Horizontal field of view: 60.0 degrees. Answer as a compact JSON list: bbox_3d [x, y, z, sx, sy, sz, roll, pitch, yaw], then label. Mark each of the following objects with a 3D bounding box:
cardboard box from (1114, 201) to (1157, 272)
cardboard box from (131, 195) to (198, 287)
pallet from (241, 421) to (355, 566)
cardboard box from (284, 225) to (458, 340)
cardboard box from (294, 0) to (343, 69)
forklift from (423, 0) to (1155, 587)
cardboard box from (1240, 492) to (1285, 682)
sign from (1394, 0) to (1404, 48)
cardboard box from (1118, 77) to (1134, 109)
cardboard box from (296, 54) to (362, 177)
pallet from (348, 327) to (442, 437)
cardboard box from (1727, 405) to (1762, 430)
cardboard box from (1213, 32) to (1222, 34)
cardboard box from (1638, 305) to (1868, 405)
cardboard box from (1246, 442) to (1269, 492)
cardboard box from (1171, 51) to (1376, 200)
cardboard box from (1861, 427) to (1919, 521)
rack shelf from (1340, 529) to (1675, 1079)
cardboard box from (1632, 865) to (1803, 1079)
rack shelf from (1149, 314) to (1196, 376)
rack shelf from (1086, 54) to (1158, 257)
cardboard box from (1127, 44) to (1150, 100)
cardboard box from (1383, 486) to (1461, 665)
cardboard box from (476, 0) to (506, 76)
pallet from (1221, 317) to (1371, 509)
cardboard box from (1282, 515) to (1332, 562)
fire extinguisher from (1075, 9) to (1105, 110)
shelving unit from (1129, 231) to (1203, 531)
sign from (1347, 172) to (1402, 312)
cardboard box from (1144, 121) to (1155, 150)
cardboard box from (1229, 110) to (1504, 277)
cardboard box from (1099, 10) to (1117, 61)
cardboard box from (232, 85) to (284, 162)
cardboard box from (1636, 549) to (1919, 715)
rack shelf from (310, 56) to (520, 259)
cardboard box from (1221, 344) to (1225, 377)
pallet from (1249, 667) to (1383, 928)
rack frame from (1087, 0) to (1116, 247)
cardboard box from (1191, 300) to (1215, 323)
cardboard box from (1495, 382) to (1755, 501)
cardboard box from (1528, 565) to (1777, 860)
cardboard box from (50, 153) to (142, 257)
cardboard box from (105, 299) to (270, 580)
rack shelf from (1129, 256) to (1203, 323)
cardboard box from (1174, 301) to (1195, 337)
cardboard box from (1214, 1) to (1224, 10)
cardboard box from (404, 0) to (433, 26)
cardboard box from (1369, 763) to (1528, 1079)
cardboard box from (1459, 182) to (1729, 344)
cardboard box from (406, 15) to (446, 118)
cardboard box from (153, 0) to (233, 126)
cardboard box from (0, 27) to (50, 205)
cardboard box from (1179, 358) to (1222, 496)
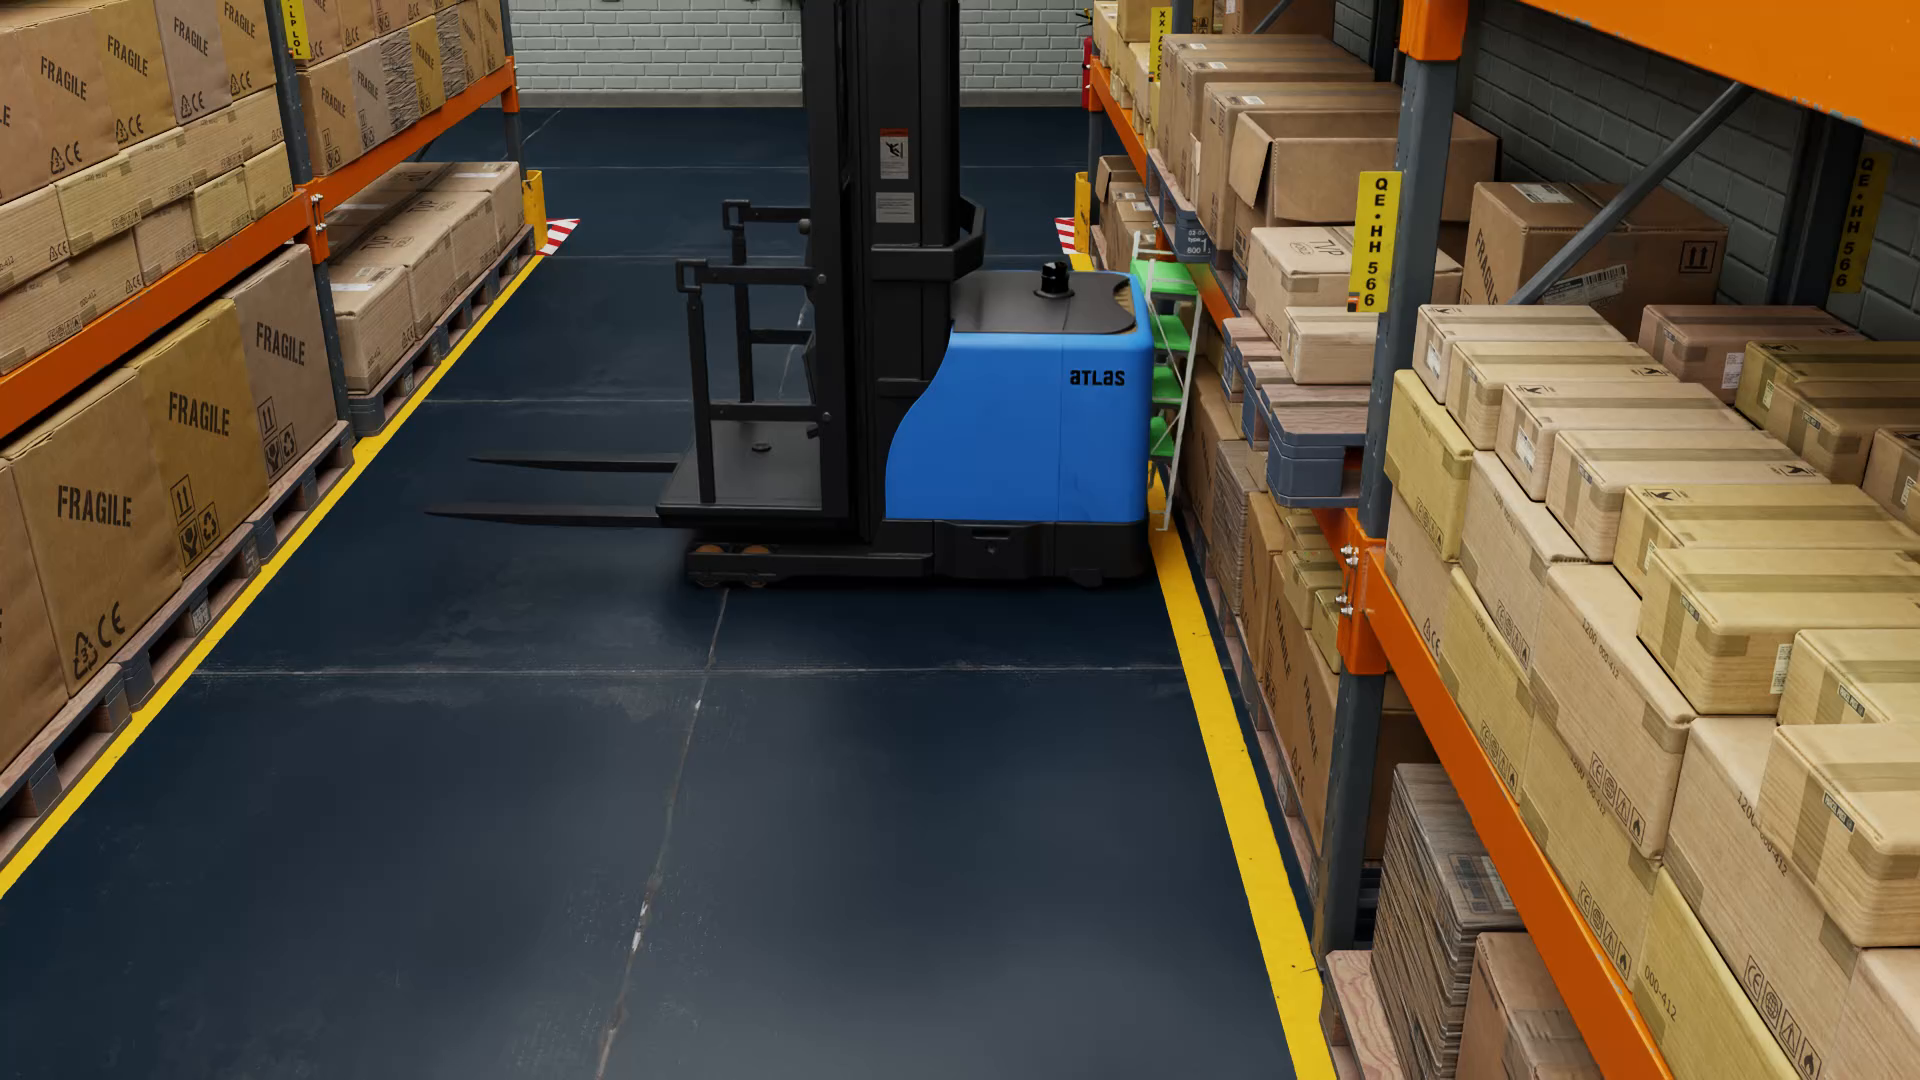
[{"bbox_3d":[1.193,-1.719,9.934,0.500,0.500,0.500,0,24,0],"label":"cardboard box"},{"bbox_3d":[-3.267,-1.148,6.330,0.500,0.250,0.500,-1,24,-2],"label":"cardboard box"},{"bbox_3d":[-3.431,-0.229,7.501,1.003,0.211,1.213,0,24,-1],"label":"pallet"},{"bbox_3d":[-3.425,-1.470,9.459,0.875,0.438,0.875,-1,24,-2],"label":"cardboard box"},{"bbox_3d":[-3.278,-2.516,7.838,0.500,0.500,0.500,0,24,0],"label":"cardboard box"},{"bbox_3d":[-0.727,-1.358,6.696,3.031,2.935,1.130,1,24,3],"label":"forklift"},{"bbox_3d":[1.269,0.159,5.782,0.500,0.500,0.500,1,24,2],"label":"cardboard box"},{"bbox_3d":[2.003,-2.373,7.452,0.100,0.325,0.005,0,24,-1],"label":"sign"},{"bbox_3d":[1.121,-2.599,9.662,0.380,0.149,0.250,0,24,1],"label":"cardboard box"},{"bbox_3d":[-3.258,-2.058,8.038,0.500,0.500,0.500,1,24,1],"label":"cardboard box"},{"bbox_3d":[-3.445,-0.861,8.897,1.003,0.211,1.213,0,24,-1],"label":"pallet"},{"bbox_3d":[1.775,-0.169,3.559,0.500,0.250,0.500,0,24,1],"label":"cardboard box"},{"bbox_3d":[1.686,-2.737,9.482,0.500,0.250,0.500,0,24,-1],"label":"cardboard box"},{"bbox_3d":[1.698,-0.401,3.589,0.380,0.149,0.250,1,24,1],"label":"cardboard box"},{"bbox_3d":[1.247,-0.290,5.988,0.380,0.149,0.250,-1,24,-3],"label":"cardboard box"},{"bbox_3d":[1.236,-1.665,6.660,0.700,0.500,0.500,0,24,0],"label":"cardboard box"},{"bbox_3d":[1.827,-0.086,2.892,0.380,0.149,0.250,-1,24,-2],"label":"cardboard box"},{"bbox_3d":[1.514,0.959,2.363,1.077,0.370,4.000,0,24,-1],"label":"rack shelf"},{"bbox_3d":[1.269,0.692,2.261,0.500,0.250,0.500,1,24,1],"label":"cardboard box"},{"bbox_3d":[0.857,-0.858,7.233,0.258,0.148,0.480,4,24,-4],"label":"rack shelf"},{"bbox_3d":[1.426,-2.338,9.652,1.077,0.370,4.000,0,24,-1],"label":"rack shelf"},{"bbox_3d":[1.186,-2.529,9.023,0.500,0.250,0.500,0,24,-1],"label":"cardboard box"},{"bbox_3d":[1.252,0.059,3.661,0.500,0.250,0.500,0,24,0],"label":"cardboard box"},{"bbox_3d":[-3.289,-3.314,10.816,0.500,0.500,0.500,0,24,0],"label":"cardboard box"},{"bbox_3d":[1.414,-0.385,4.694,1.213,0.211,1.003,0,24,-1],"label":"pallet"},{"bbox_3d":[1.241,0.035,5.268,0.380,0.149,0.250,-1,24,-2],"label":"cardboard box"},{"bbox_3d":[0.941,-3.343,11.548,0.296,0.674,0.183,0,24,-1],"label":"fire extinguisher"},{"bbox_3d":[0.841,-0.697,7.303,0.258,1.200,0.503,4,24,-4],"label":"shelving unit"},{"bbox_3d":[0.949,-0.678,3.801,0.100,0.325,0.005,0,24,-1],"label":"sign"},{"bbox_3d":[1.141,-2.071,8.495,0.380,0.149,0.250,0,24,1],"label":"cardboard box"},{"bbox_3d":[1.289,-1.103,5.415,0.797,0.503,0.637,-1,24,-2],"label":"cardboard box"},{"bbox_3d":[1.146,-3.161,10.420,0.500,0.250,0.500,0,24,0],"label":"cardboard box"},{"bbox_3d":[-3.267,-1.796,7.157,0.500,0.250,0.500,0,24,-1],"label":"cardboard box"},{"bbox_3d":[1.225,0.130,2.414,0.380,0.149,0.250,0,24,1],"label":"cardboard box"},{"bbox_3d":[-3.537,-2.314,9.599,1.077,0.370,4.000,0,24,-1],"label":"rack shelf"},{"bbox_3d":[1.297,-0.708,6.912,0.380,0.149,0.250,-1,24,-1],"label":"cardboard box"},{"bbox_3d":[1.522,0.770,5.292,1.003,0.211,1.213,0,24,-1],"label":"pallet"},{"bbox_3d":[1.405,-3.490,11.326,1.000,3.000,0.127,0,24,-1],"label":"rack frame"},{"bbox_3d":[1.237,-1.069,7.349,0.380,0.149,0.250,-1,24,-3],"label":"cardboard box"},{"bbox_3d":[1.234,-0.186,3.112,0.380,0.149,0.250,0,24,1],"label":"cardboard box"},{"bbox_3d":[1.244,0.253,2.625,0.500,0.250,0.500,-1,24,-2],"label":"cardboard box"},{"bbox_3d":[-3.220,-1.166,5.764,0.500,0.250,0.500,0,24,0],"label":"cardboard box"},{"bbox_3d":[-3.411,-0.414,6.593,0.875,0.875,0.875,0,24,1],"label":"cardboard box"},{"bbox_3d":[0.878,-1.076,7.137,0.258,0.148,0.480,4,24,-4],"label":"rack shelf"},{"bbox_3d":[1.186,-1.040,7.647,0.380,0.149,0.250,1,24,2],"label":"cardboard box"},{"bbox_3d":[1.675,-3.369,10.879,0.500,0.250,0.500,0,24,1],"label":"cardboard box"},{"bbox_3d":[-3.275,-3.143,9.225,0.500,0.500,0.500,0,24,-1],"label":"cardboard box"},{"bbox_3d":[1.485,0.955,3.872,0.875,0.625,0.625,1,24,1],"label":"cardboard box"},{"bbox_3d":[1.643,-0.643,4.401,0.500,0.500,0.500,1,24,2],"label":"cardboard box"},{"bbox_3d":[-3.264,-2.682,9.419,0.500,0.500,0.500,0,24,1],"label":"cardboard box"},{"bbox_3d":[-3.246,-1.923,6.526,0.500,0.500,0.500,0,24,0],"label":"cardboard box"},{"bbox_3d":[-3.238,-1.292,5.133,0.500,0.500,0.500,0,24,1],"label":"cardboard box"},{"bbox_3d":[1.244,-0.474,7.182,0.500,0.500,0.500,-1,24,-1],"label":"cardboard box"}]
